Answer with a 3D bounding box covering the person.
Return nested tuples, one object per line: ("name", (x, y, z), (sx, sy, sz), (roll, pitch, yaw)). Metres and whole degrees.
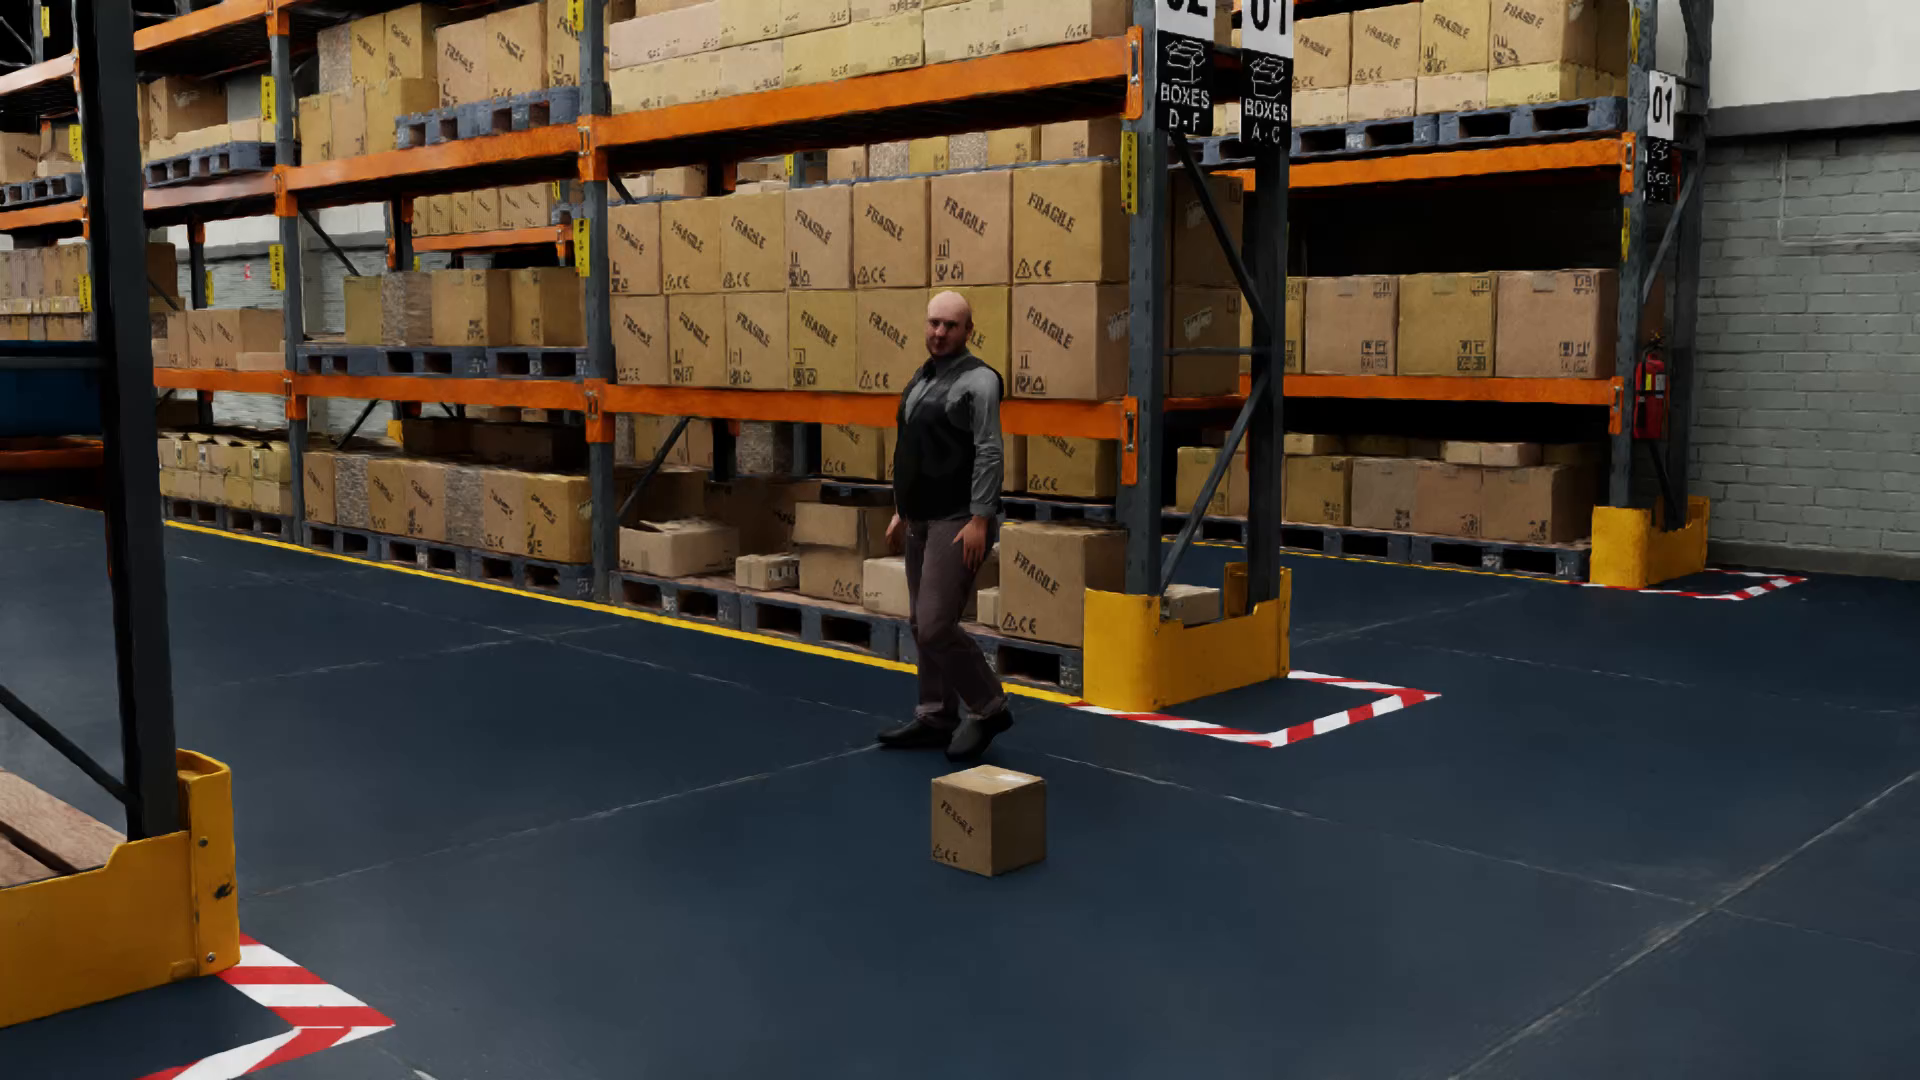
("person", (-0.044, -0.049, 6.188), (0.411, 1.732, 0.575), (-3, 8, -26))
